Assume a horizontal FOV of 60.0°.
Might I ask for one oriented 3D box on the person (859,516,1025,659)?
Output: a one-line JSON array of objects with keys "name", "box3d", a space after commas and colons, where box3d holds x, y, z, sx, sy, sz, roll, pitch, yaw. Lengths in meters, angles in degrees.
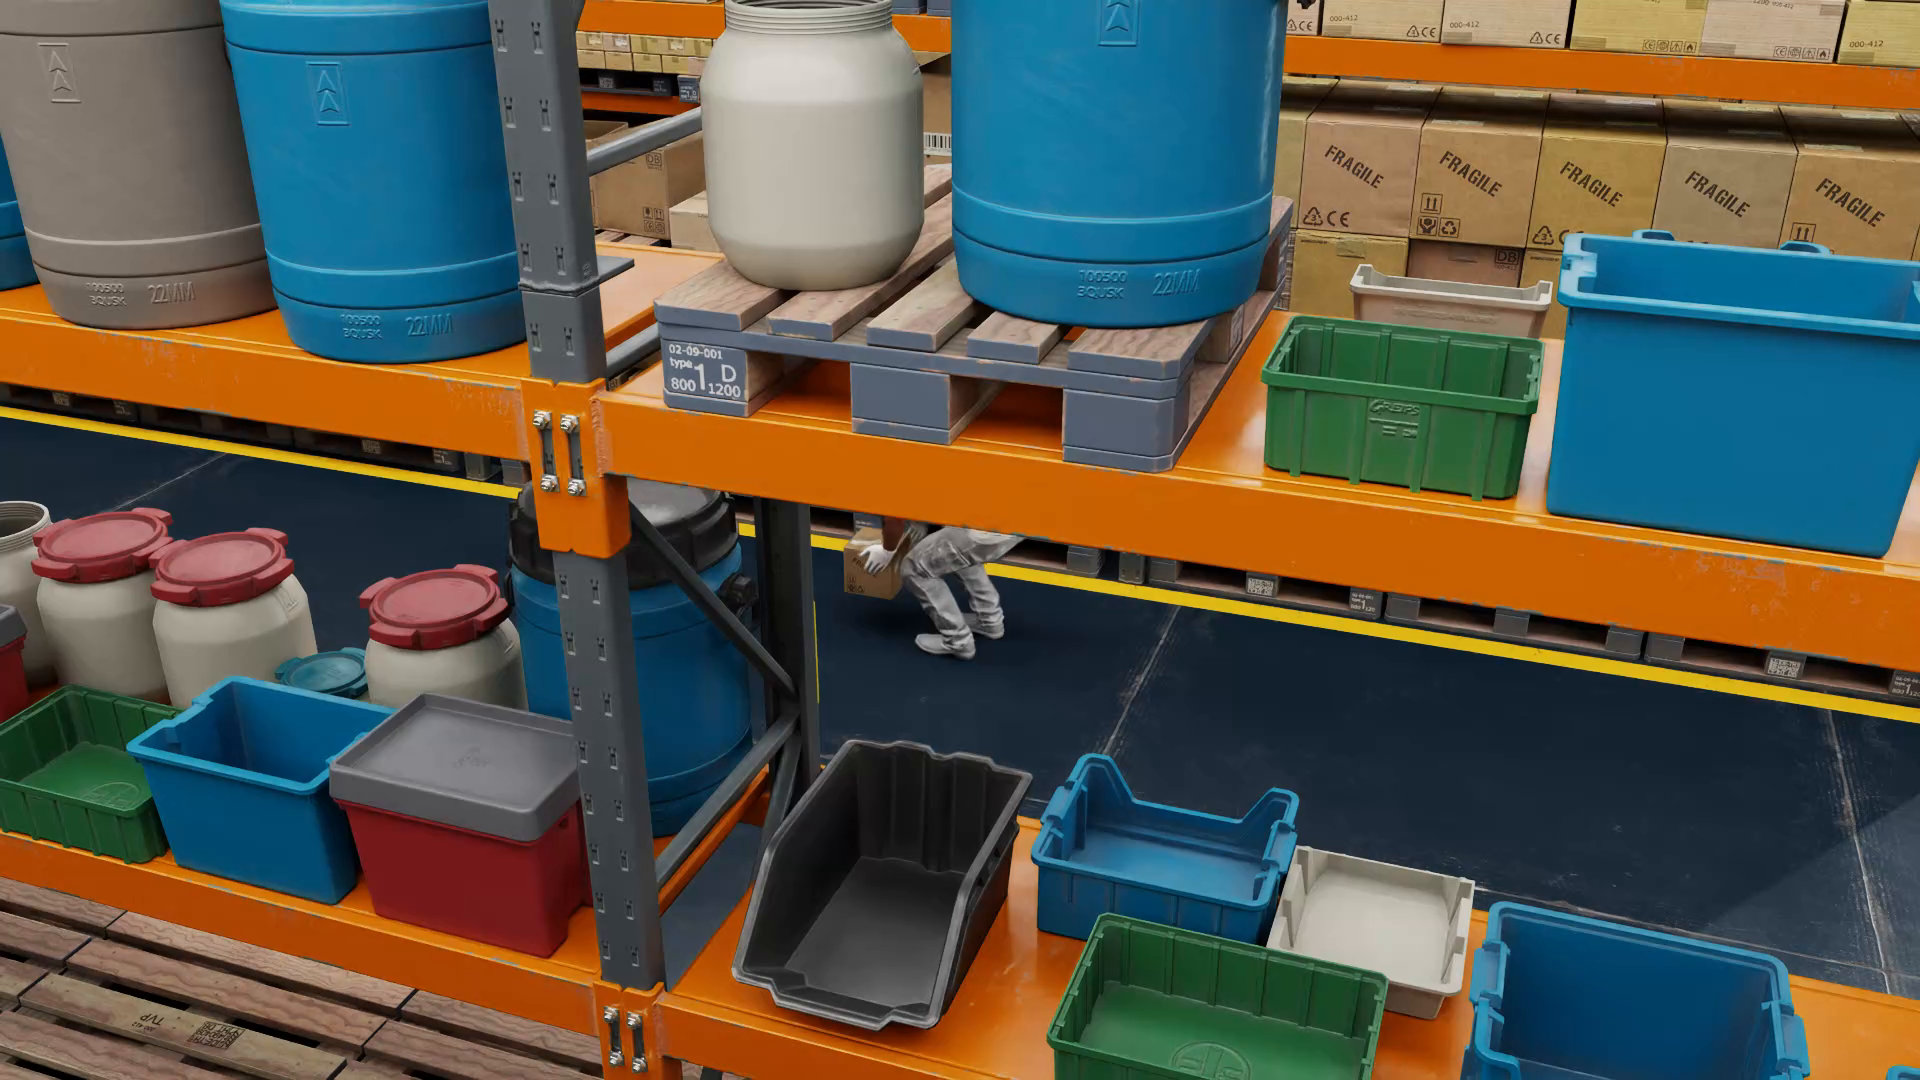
[{"name": "person", "box3d": [-0.058, -0.081, 7.830, 0.823, 1.293, 0.610, 12, 28, 24]}]
